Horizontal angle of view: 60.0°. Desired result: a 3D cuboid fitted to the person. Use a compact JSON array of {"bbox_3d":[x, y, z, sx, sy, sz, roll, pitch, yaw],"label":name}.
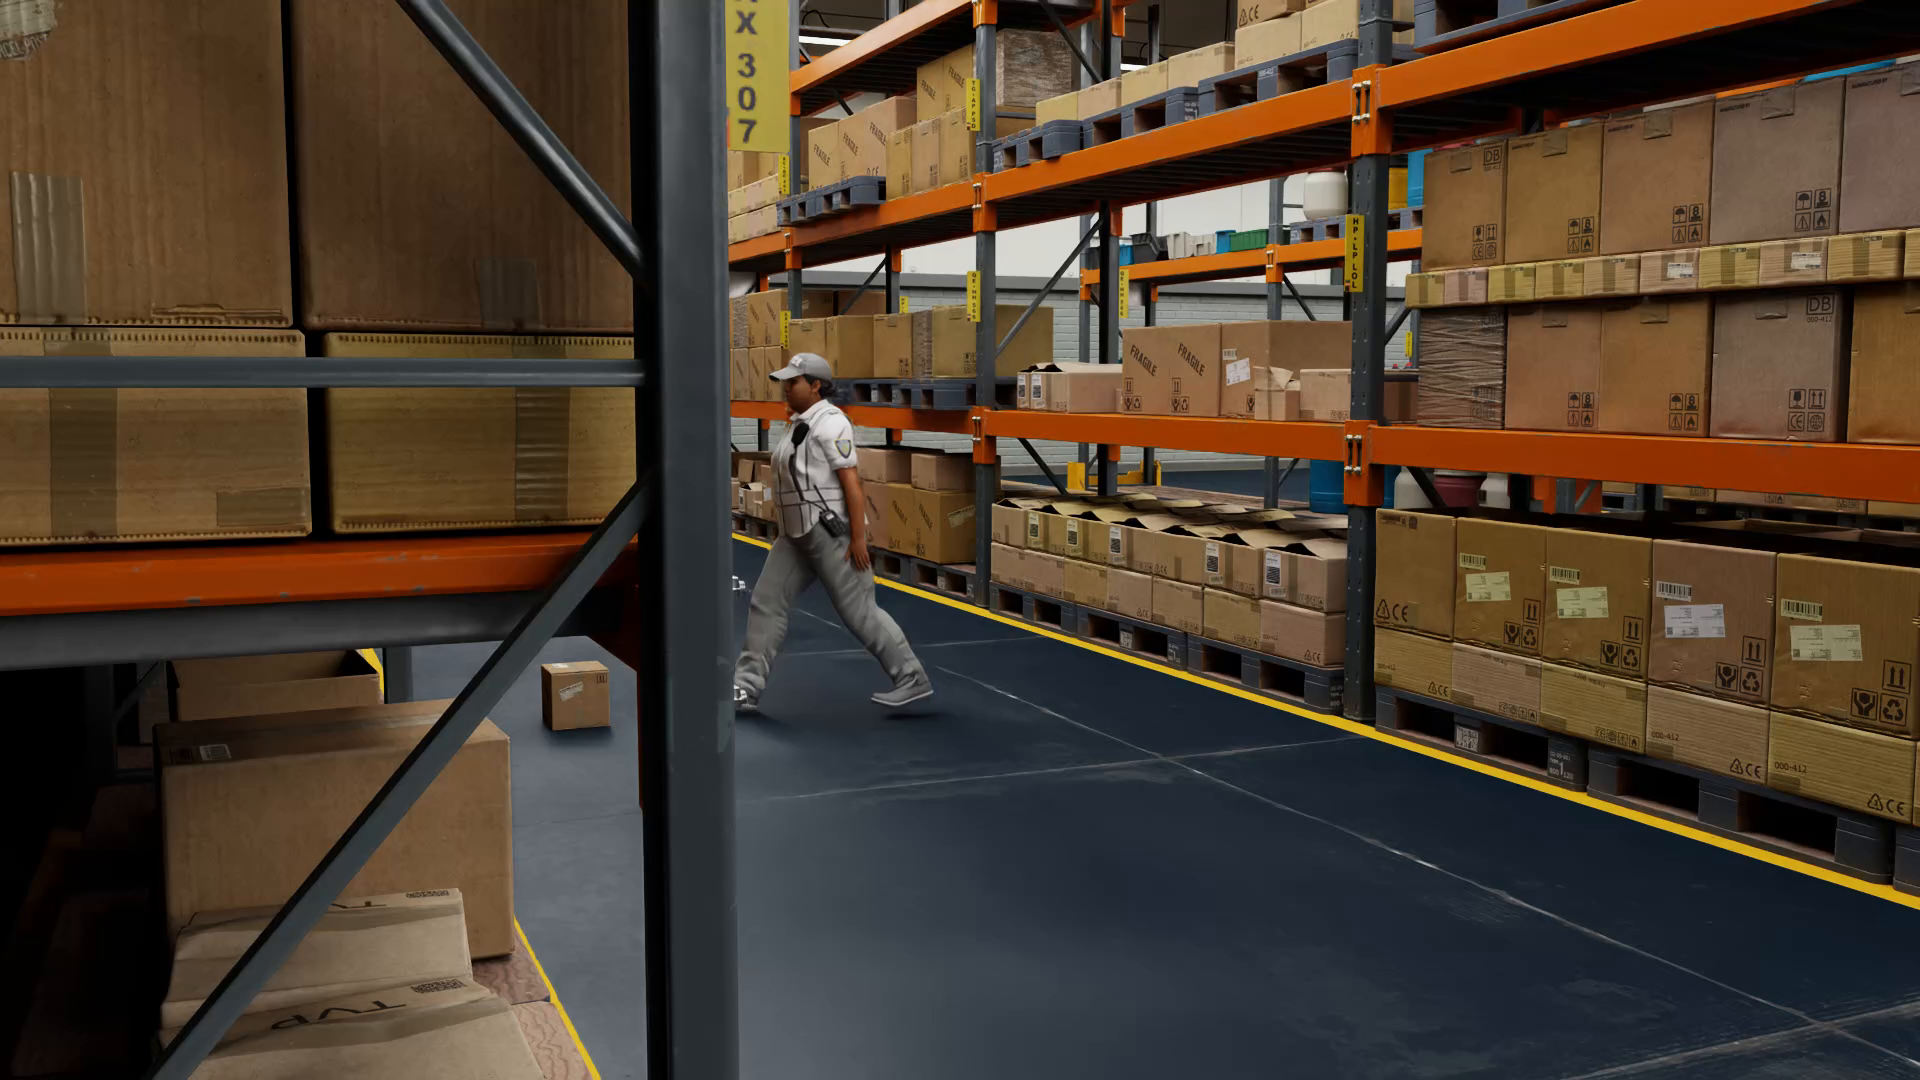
[{"bbox_3d":[-0.691,-0.034,7.426,0.988,1.616,0.543,-3,6,-25],"label":"person"}]
